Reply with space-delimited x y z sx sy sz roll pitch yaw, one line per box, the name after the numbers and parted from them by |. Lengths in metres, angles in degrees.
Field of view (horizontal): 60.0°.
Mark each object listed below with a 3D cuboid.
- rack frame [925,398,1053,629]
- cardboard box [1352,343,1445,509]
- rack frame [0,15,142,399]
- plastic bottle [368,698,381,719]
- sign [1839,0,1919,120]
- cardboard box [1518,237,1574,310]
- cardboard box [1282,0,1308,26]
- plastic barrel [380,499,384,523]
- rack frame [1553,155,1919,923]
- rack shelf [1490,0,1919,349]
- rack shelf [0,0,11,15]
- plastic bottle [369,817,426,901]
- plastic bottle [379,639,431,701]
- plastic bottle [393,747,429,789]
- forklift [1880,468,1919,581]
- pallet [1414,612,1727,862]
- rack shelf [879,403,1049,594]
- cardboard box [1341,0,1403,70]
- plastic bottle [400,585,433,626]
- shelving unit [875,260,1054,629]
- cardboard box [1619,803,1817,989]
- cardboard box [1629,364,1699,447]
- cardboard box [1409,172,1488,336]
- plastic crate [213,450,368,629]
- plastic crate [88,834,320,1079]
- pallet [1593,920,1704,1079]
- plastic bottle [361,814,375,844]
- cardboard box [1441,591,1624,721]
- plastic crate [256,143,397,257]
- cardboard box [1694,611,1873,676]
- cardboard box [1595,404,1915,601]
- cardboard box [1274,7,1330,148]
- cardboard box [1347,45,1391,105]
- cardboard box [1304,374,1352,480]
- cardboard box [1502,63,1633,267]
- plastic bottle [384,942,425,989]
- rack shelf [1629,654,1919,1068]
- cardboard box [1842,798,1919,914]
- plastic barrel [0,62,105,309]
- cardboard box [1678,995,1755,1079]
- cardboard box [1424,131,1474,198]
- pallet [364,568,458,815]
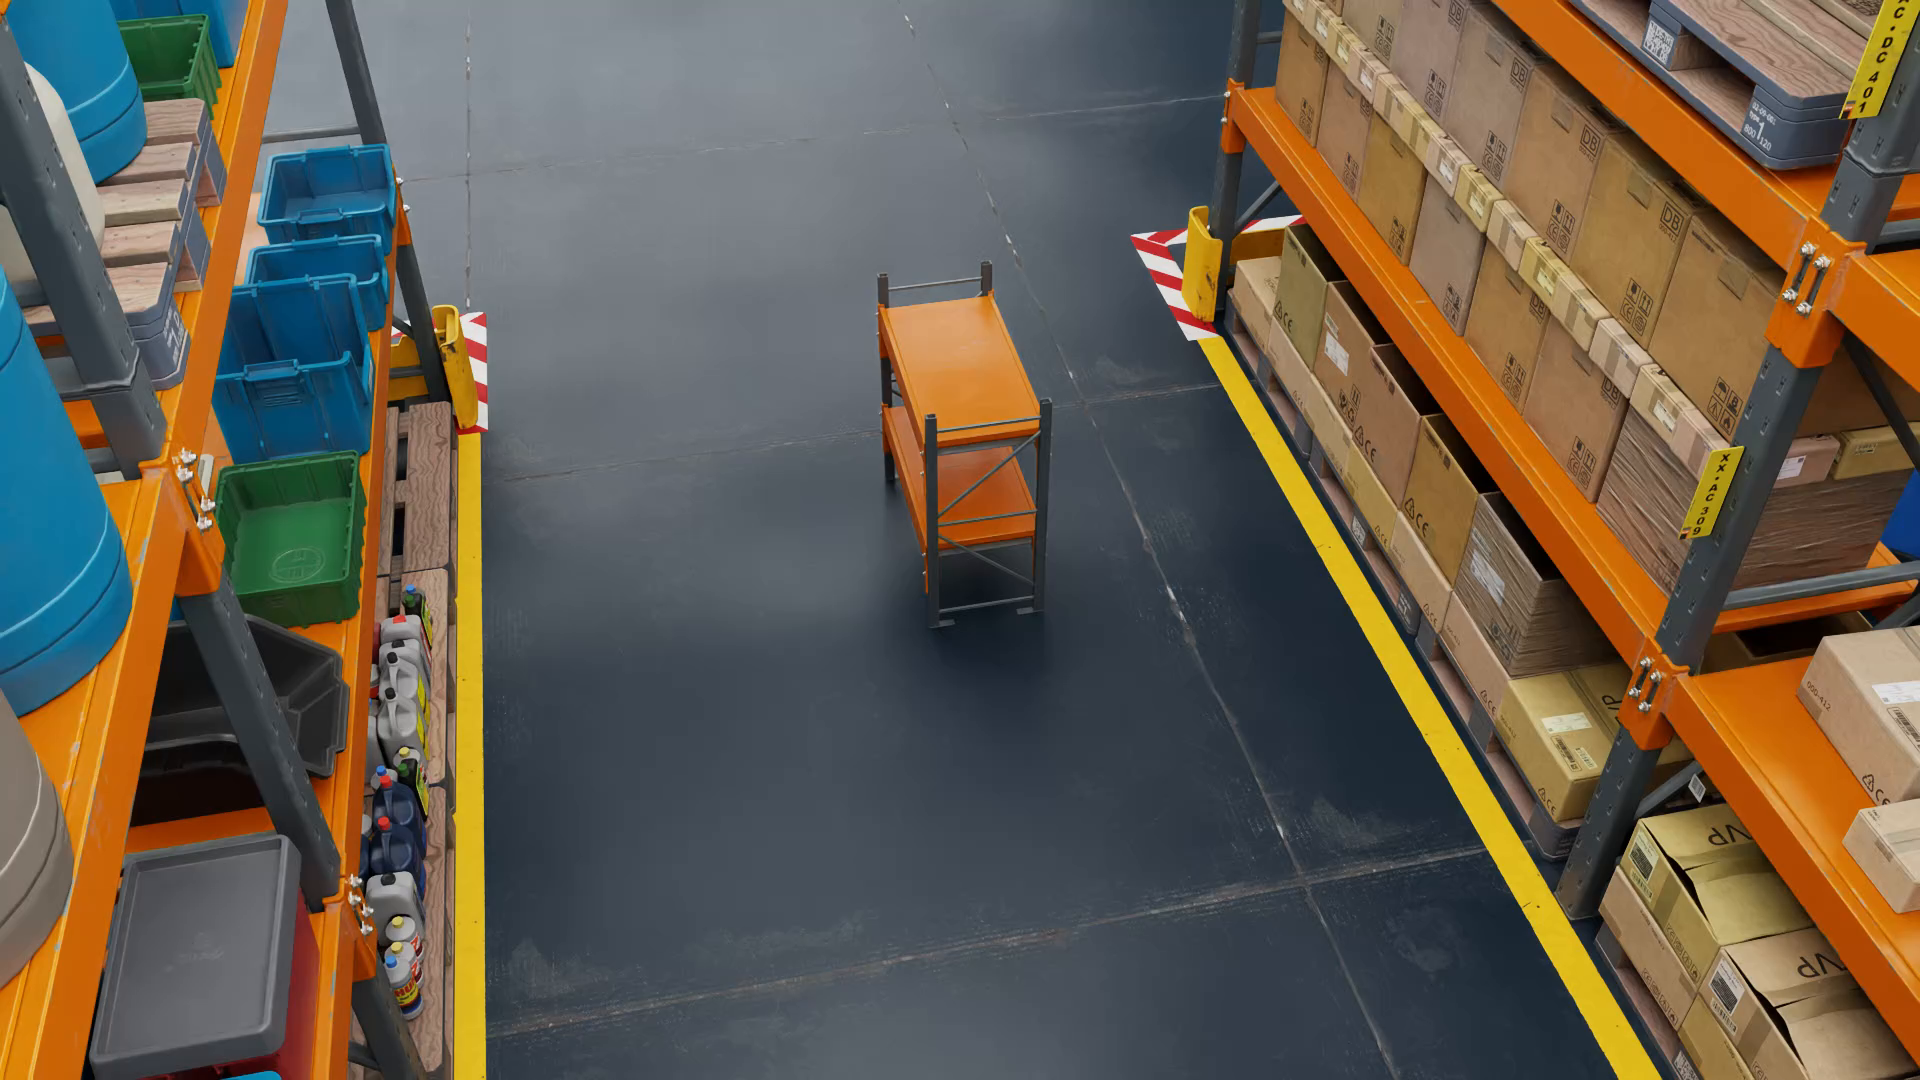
0.111 -0.087 6.782 0.500 1.125 0.032 -8 42 -9 | rack frame
2.023 -0.507 7.034 0.500 0.500 0.500 -8 42 -9 | cardboard box
-2.171 -1.394 2.323 1.000 3.000 0.127 -8 42 -9 | rack frame
-2.221 0.676 6.287 0.097 0.201 0.097 0 42 0 | plastic bottle
2.125 -1.122 3.827 0.100 0.325 0.005 -8 42 -9 | sign
2.181 -0.943 5.771 0.380 0.149 0.250 -9 42 -9 | cardboard box
1.678 -2.445 7.463 0.380 0.149 0.250 -9 42 -10 | cardboard box
-2.709 -0.229 7.088 0.421 0.512 0.421 0 42 0 | plastic barrel
2.667 0.142 5.112 1.000 3.000 0.127 -8 42 -9 | rack frame
2.235 -2.007 5.815 1.077 0.370 4.000 -8 42 -9 | rack shelf
-2.602 -2.272 4.155 1.077 0.370 4.000 -8 42 -9 | rack shelf
-1.940 1.093 5.705 0.144 0.351 0.185 -7 42 -8 | plastic bottle
-2.152 0.496 6.434 0.152 0.276 0.135 -9 42 -10 | plastic bottle
-2.019 0.840 6.103 0.097 0.201 0.097 0 42 0 | plastic bottle
5.310 -0.623 6.026 3.031 2.935 1.130 24 47 25 | forklift
2.536 0.664 6.625 1.003 0.211 1.213 -8 42 -9 | pallet
0.001 -0.233 7.316 0.538 0.278 1.000 -8 42 -9 | rack shelf
2.022 -2.294 6.804 0.700 0.500 0.500 -9 42 -10 | cardboard box
-2.210 0.267 6.748 0.097 0.201 0.097 0 42 0 | plastic bottle
0.001 -0.416 7.153 0.538 1.125 1.048 -8 42 -9 | shelving unit
2.513 1.108 5.357 0.500 0.311 0.500 -8 42 -9 | cardboard box
2.347 -0.444 5.208 0.380 0.149 0.250 -9 42 -10 | cardboard box
2.228 -1.180 6.527 0.700 0.500 0.500 -7 42 -8 | cardboard box
-2.188 0.009 5.422 0.450 0.188 0.662 -8 42 -9 | plastic crate
-1.767 1.096 3.990 0.402 0.464 0.583 -8 42 -9 | plastic crate
2.864 1.657 5.506 1.003 0.211 1.213 -8 42 -9 | pallet
-2.089 1.046 5.817 0.097 0.271 0.097 0 42 0 | plastic bottle
2.255 0.419 6.555 0.500 0.250 0.500 -8 42 -9 | cardboard box
-2.634 -1.406 6.968 0.499 0.251 0.616 -8 42 -9 | plastic crate
2.872 0.388 6.025 0.500 0.500 0.500 -8 42 -9 | cardboard box
2.565 -0.182 5.402 0.700 0.500 0.500 -9 42 -10 | cardboard box
1.892 -2.183 7.657 0.700 0.500 0.500 -8 42 -9 | cardboard box
1.842 -1.949 6.904 0.380 0.149 0.250 -9 42 -10 | cardboard box
1.921 -0.552 7.649 0.500 0.250 0.500 -8 42 -9 | cardboard box
2.347 -1.319 5.706 0.700 0.500 0.500 -8 42 -9 | cardboard box
-1.833 1.397 5.475 0.097 0.201 0.097 0 42 0 | plastic bottle
3.098 1.708 3.890 1.077 0.370 4.000 -8 42 -9 | rack shelf
2.658 0.840 4.515 0.380 0.149 0.250 -8 42 -9 | cardboard box
-2.072 -0.778 3.489 0.421 0.512 0.421 0 42 0 | plastic barrel
2.621 1.642 5.177 0.500 0.250 0.500 -7 42 -8 | cardboard box
2.009 -1.449 6.340 0.380 0.149 0.250 -8 42 -9 | cardboard box
-2.542 0.659 6.630 1.003 0.211 1.213 -8 42 -9 | pallet
